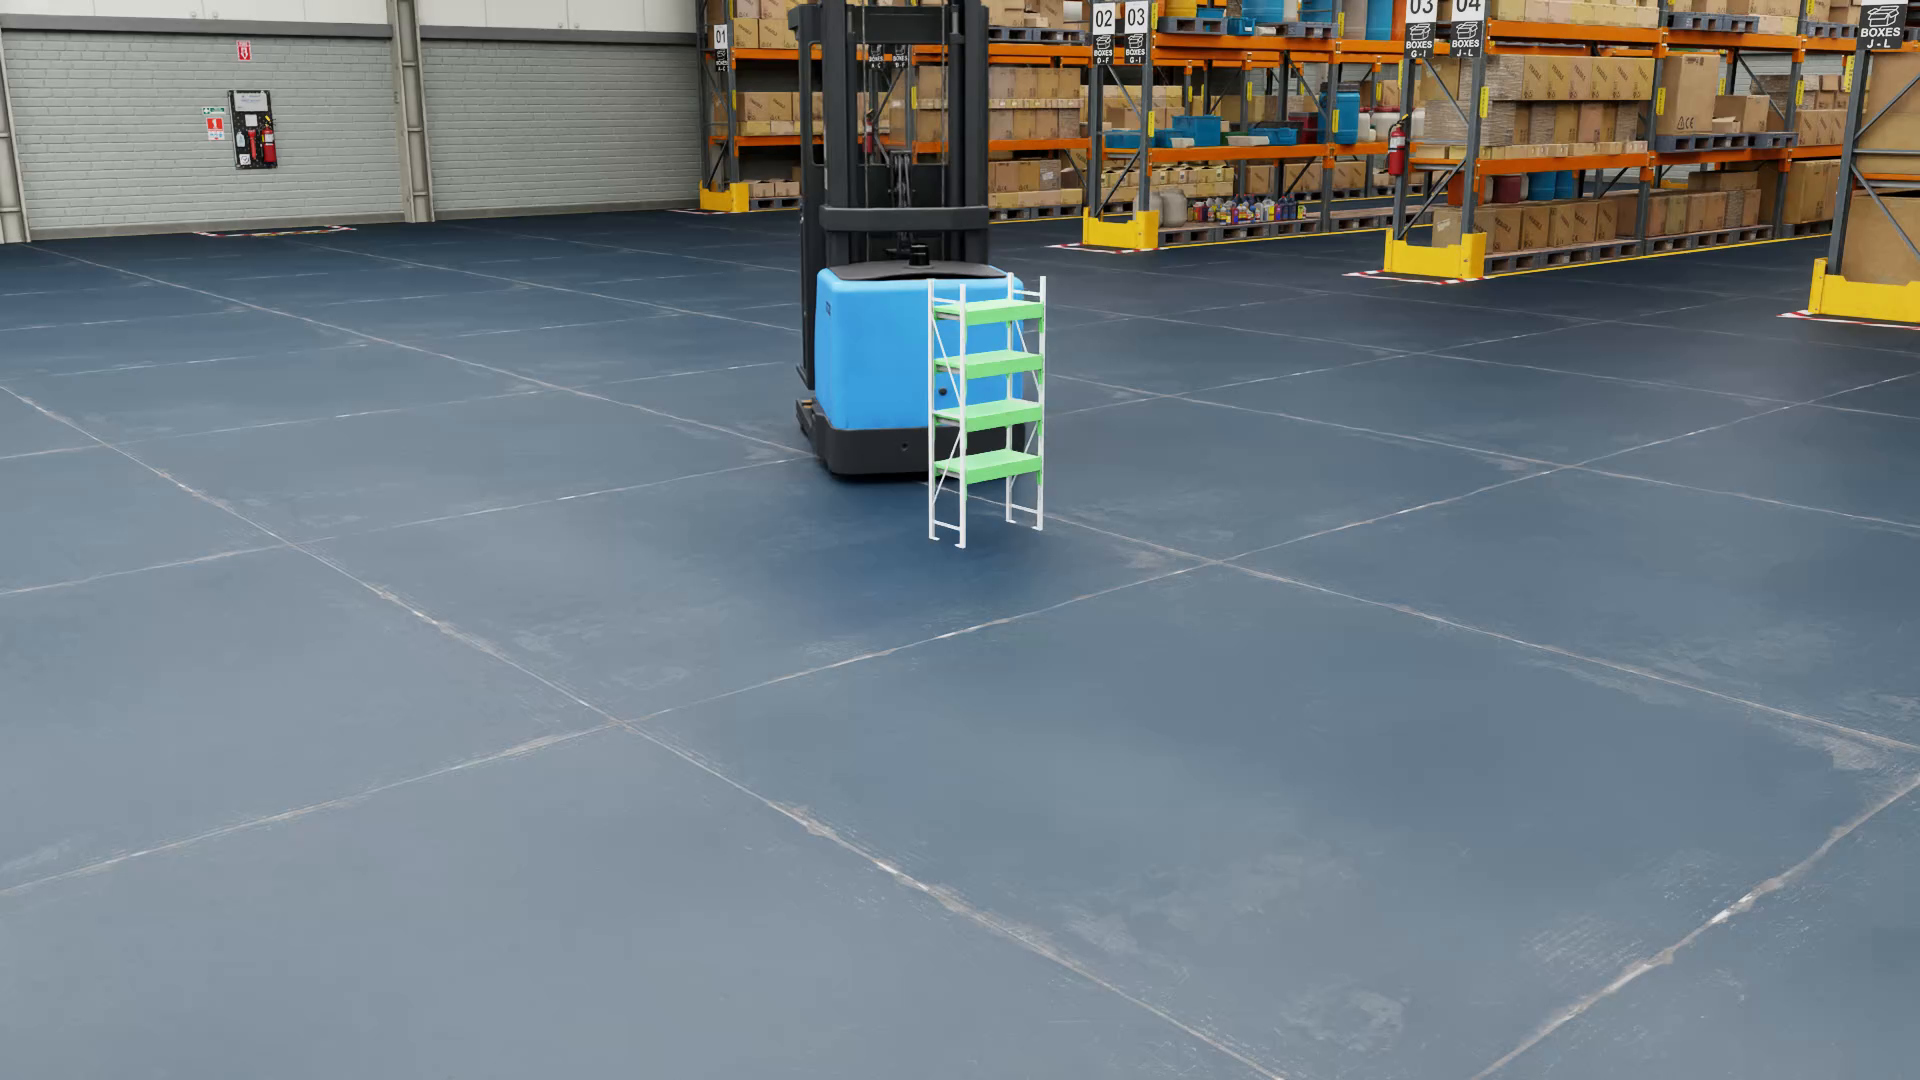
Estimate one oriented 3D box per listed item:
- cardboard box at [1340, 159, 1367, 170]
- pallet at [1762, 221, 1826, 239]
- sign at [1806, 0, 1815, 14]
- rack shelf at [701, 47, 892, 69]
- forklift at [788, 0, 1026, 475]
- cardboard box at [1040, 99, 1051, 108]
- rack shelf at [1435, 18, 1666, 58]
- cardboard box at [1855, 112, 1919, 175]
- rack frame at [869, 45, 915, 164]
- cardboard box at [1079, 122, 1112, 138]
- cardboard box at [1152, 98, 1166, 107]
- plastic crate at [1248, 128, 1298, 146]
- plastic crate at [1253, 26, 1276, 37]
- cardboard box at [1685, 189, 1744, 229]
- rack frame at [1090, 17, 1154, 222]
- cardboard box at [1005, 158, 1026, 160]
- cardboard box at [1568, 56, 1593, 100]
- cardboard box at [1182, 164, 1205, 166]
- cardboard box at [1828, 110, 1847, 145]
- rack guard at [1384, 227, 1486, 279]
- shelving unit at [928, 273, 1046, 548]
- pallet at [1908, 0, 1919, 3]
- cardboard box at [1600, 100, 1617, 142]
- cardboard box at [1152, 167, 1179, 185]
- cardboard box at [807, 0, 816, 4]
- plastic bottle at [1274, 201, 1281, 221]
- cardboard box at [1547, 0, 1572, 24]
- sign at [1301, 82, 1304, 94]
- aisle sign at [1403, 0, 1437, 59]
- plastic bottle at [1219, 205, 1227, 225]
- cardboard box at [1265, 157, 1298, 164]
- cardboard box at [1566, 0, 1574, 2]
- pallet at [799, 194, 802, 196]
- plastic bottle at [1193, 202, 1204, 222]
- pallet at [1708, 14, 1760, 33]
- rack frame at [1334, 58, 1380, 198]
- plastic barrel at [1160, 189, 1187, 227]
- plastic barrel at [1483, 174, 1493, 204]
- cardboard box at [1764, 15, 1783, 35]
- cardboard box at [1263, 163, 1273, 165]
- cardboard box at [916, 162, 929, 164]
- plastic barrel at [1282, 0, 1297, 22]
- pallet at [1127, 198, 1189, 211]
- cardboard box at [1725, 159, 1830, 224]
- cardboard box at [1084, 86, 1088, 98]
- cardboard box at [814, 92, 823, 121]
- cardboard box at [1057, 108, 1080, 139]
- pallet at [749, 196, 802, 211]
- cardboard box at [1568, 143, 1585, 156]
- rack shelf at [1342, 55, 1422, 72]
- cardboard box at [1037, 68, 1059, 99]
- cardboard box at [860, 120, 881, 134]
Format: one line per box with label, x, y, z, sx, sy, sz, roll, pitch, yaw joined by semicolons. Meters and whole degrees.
cardboard box;8.226;-7.644;34.545;0.500;0.500;0.500;-13;19;-39
pallet;12.109;-4.652;24.756;1.213;0.211;1.003;-13;19;-39
sign;11.820;-7.473;23.101;0.005;0.325;0.100;-13;19;-39
rack shelf;-2.816;-8.858;30.682;4.000;0.370;1.077;-13;19;-39
forklift;-0.421;-2.095;9.913;1.130;2.935;3.031;-3;15;-10
cardboard box;1.302;-7.275;27.721;0.250;0.149;0.380;-13;20;-39
rack shelf;6.939;-5.965;19.852;4.000;0.370;1.077;-13;19;-39
cardboard box;8.860;-3.686;15.448;0.550;0.550;0.875;-13;19;-39
rack frame;-1.070;-6.454;26.100;0.127;3.000;1.000;-13;19;-39
cardboard box;2.290;-7.151;29.000;0.500;0.250;0.500;-11;19;-36
cardboard box;4.167;-9.437;36.458;0.500;0.500;0.500;-12;19;-39
plastic crate;4.539;-5.855;24.144;0.616;0.251;0.499;-13;19;-39
plastic crate;4.251;-7.138;23.359;0.396;0.136;0.243;-13;19;-39
cardboard box;10.563;-4.671;23.417;0.700;0.500;0.500;14;20;42
rack frame;2.179;-5.489;22.488;0.127;3.000;1.000;-13;19;-39
cardboard box;1.020;-6.265;28.452;0.500;0.500;0.500;-13;19;-39
cardboard box;7.155;-5.494;19.799;0.500;0.500;0.500;-13;19;-39
cardboard box;4.377;-6.923;31.284;0.500;0.311;0.500;-12;19;-38
cardboard box;12.782;-6.133;24.705;0.500;0.500;0.500;-13;20;-40
rack guard;5.487;-3.330;19.249;0.348;0.500;1.175;-13;19;-39
shelving unit;0.125;-0.608;7.700;0.503;1.200;0.258;-13;19;-39
pallet;9.162;-5.076;15.301;1.213;0.211;1.003;-13;19;-39
cardboard box;7.667;-5.253;20.832;0.500;0.500;0.875;-13;19;-39
cardboard box;3.582;-6.559;29.922;0.500;0.311;0.500;-12;19;-38
cardboard box;-2.996;-9.790;30.605;0.500;0.500;0.500;-13;20;-39
plastic bottle;4.659;-4.834;24.444;0.133;0.283;0.061;-11;19;-36
cardboard box;6.724;-6.105;19.270;0.500;0.250;0.500;-13;20;-40
sign;8.091;-10.694;39.271;0.005;0.325;0.100;-13;19;-39
aisle sign;5.186;-5.829;18.722;0.004;0.787;0.394;-13;19;-39
plastic bottle;3.751;-4.630;23.706;0.097;0.271;0.097;0;15;0
cardboard box;6.325;-7.565;32.798;0.500;0.250;0.500;-13;20;-40
cardboard box;6.951;-6.361;19.457;0.250;0.149;0.380;-13;20;-40
pallet;-2.711;-6.420;31.375;1.213;0.211;1.003;-13;19;-39
plastic bottle;3.484;-4.820;24.407;0.135;0.276;0.152;-12;19;-39
pallet;9.763;-6.821;22.026;1.003;0.211;1.213;-13;19;-39
rack frame;7.982;-8.487;33.711;0.127;3.000;1.000;-13;19;-39
plastic barrel;3.003;-4.701;23.546;0.421;0.512;0.421;0;15;0
plastic barrel;8.939;-6.045;28.574;0.421;0.512;0.421;0;15;0
cardboard box;10.902;-7.042;22.779;0.500;0.250;0.500;-13;20;-40
cardboard box;5.907;-7.106;32.532;0.500;0.500;0.500;-14;20;-41
cardboard box;-0.763;-7.228;32.990;0.500;0.500;0.700;-12;19;-38
plastic barrel;4.742;-7.838;24.439;0.421;0.512;0.421;0;15;0
pallet;3.398;-6.125;30.270;1.213;0.211;1.003;-13;19;-39
cardboard box;11.999;-5.169;24.594;0.875;0.875;1.225;-14;20;-42
cardboard box;2.627;-9.455;35.073;0.500;0.250;0.500;-13;20;-40
cardboard box;-2.612;-7.998;30.677;0.500;0.500;0.500;-12;19;-38
cardboard box;1.617;-7.104;28.338;0.500;0.500;0.700;-13;20;-41
pallet;-3.631;-6.214;30.606;1.213;0.211;1.003;-13;19;-39
cardboard box;7.337;-4.736;20.156;0.250;0.149;0.380;-13;19;-39
rack shelf;9.491;-9.927;34.685;4.000;0.370;1.077;-13;19;-39
cardboard box;1.236;-7.645;27.849;0.500;0.500;0.700;-13;20;-39
cardboard box;-1.847;-7.811;31.431;0.500;0.250;0.500;-13;19;-39
